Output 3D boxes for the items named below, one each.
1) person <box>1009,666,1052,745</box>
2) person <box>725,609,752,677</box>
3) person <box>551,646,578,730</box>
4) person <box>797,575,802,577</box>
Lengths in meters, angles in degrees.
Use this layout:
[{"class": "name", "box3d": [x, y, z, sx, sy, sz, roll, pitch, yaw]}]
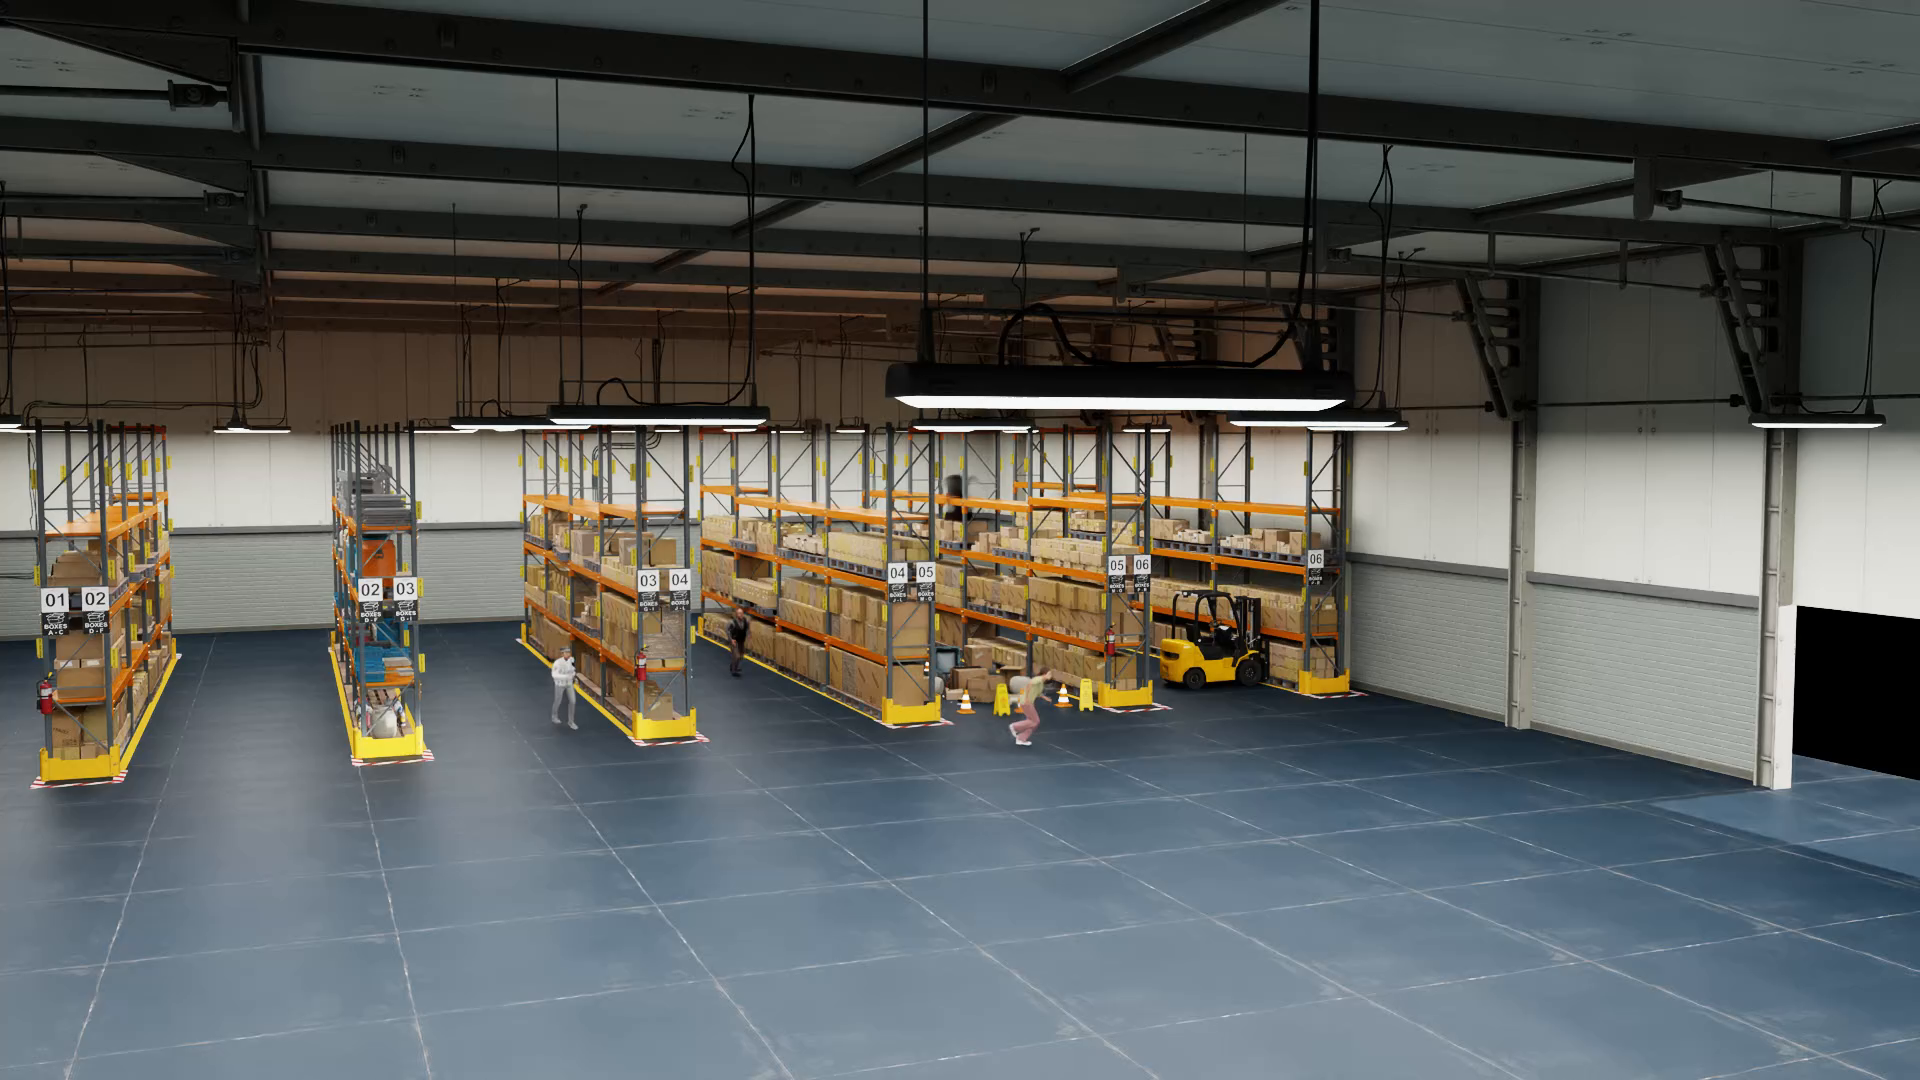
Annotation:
[{"class": "person", "box3d": [1.300, 3.068, 30.737, 0.785, 1.489, 0.600, 0, 4, 6]}, {"class": "person", "box3d": [-5.328, 2.431, 39.657, 0.669, 1.635, 0.854, -3, 5, -43]}, {"class": "person", "box3d": [-7.767, 2.867, 32.604, 0.599, 1.663, 0.942, -2, 4, -34]}, {"class": "person", "box3d": [-4.539, 1.832, 49.769, 0.867, 1.606, 0.640, -3, 5, -38]}]
